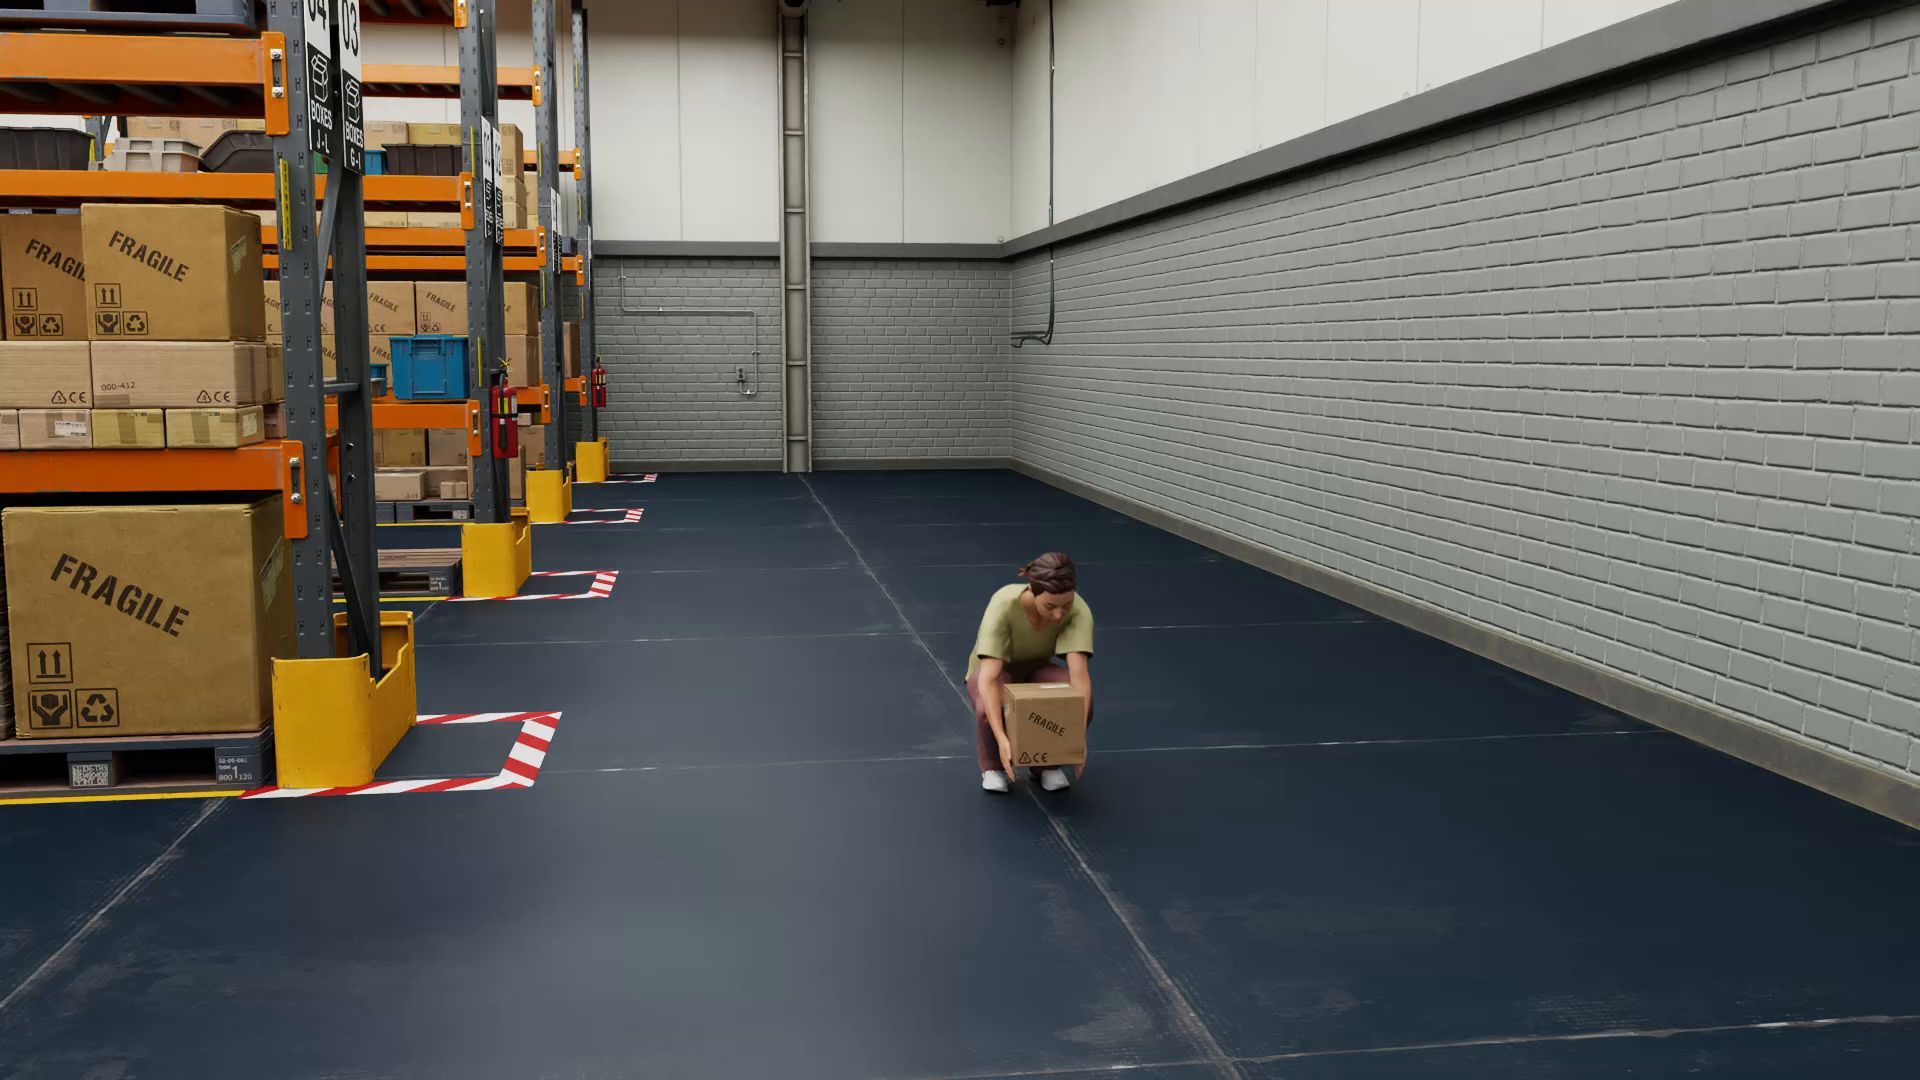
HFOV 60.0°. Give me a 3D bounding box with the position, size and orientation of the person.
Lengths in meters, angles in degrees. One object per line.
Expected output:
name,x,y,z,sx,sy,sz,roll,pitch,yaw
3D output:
person,0.264,0.490,6.295,0.463,0.943,0.786,-1,7,-9
